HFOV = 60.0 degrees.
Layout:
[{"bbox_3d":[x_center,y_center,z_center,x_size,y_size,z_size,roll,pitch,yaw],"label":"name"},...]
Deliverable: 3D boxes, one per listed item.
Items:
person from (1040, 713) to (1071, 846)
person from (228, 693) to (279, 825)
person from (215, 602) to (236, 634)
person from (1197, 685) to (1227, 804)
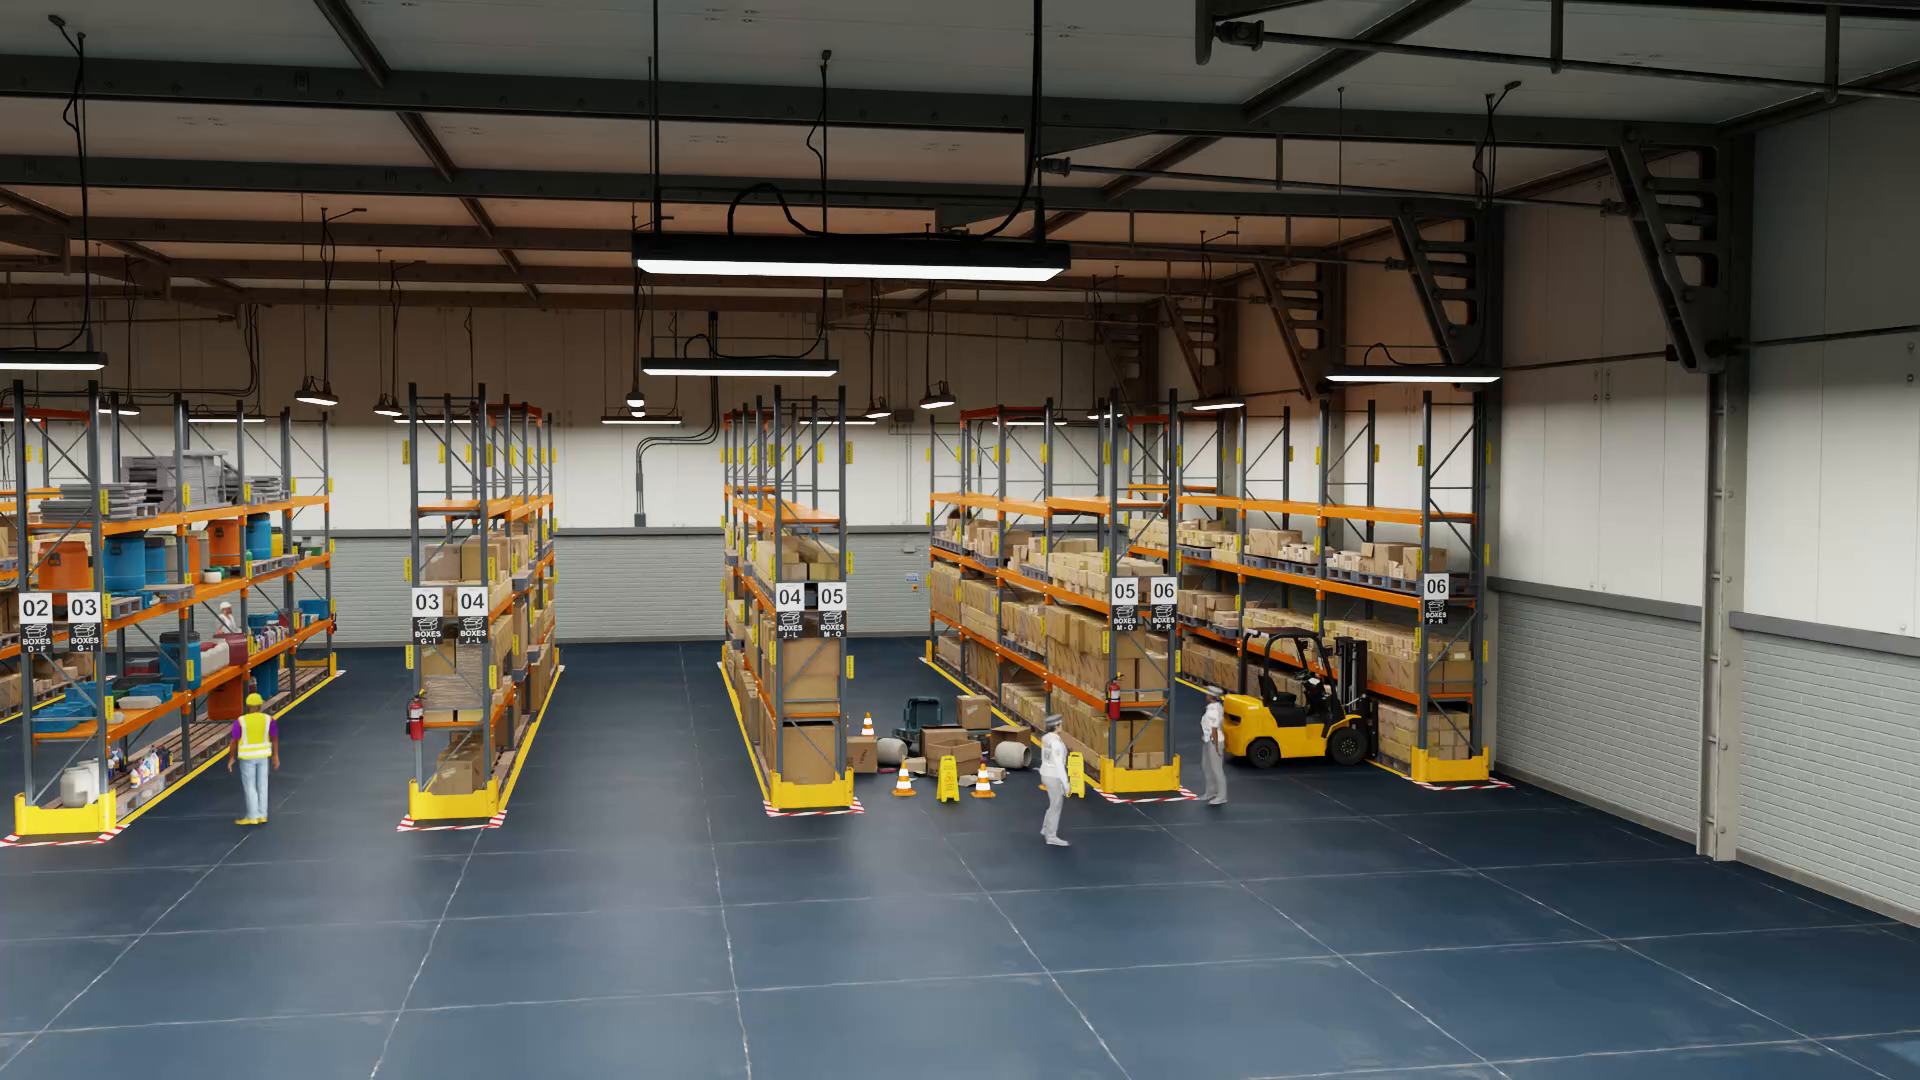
[{"bbox_3d":[1.225,3.102,21.430,0.360,1.715,0.569,-1,3,-12],"label":"person"},{"bbox_3d":[-9.612,2.972,22.632,0.632,1.784,0.390,-2,4,-35],"label":"person"},{"bbox_3d":[-16.099,2.258,36.610,0.498,1.790,0.625,2,3,30],"label":"person"},{"bbox_3d":[3.631,2.952,23.984,0.408,1.720,0.598,0,3,0],"label":"person"}]
